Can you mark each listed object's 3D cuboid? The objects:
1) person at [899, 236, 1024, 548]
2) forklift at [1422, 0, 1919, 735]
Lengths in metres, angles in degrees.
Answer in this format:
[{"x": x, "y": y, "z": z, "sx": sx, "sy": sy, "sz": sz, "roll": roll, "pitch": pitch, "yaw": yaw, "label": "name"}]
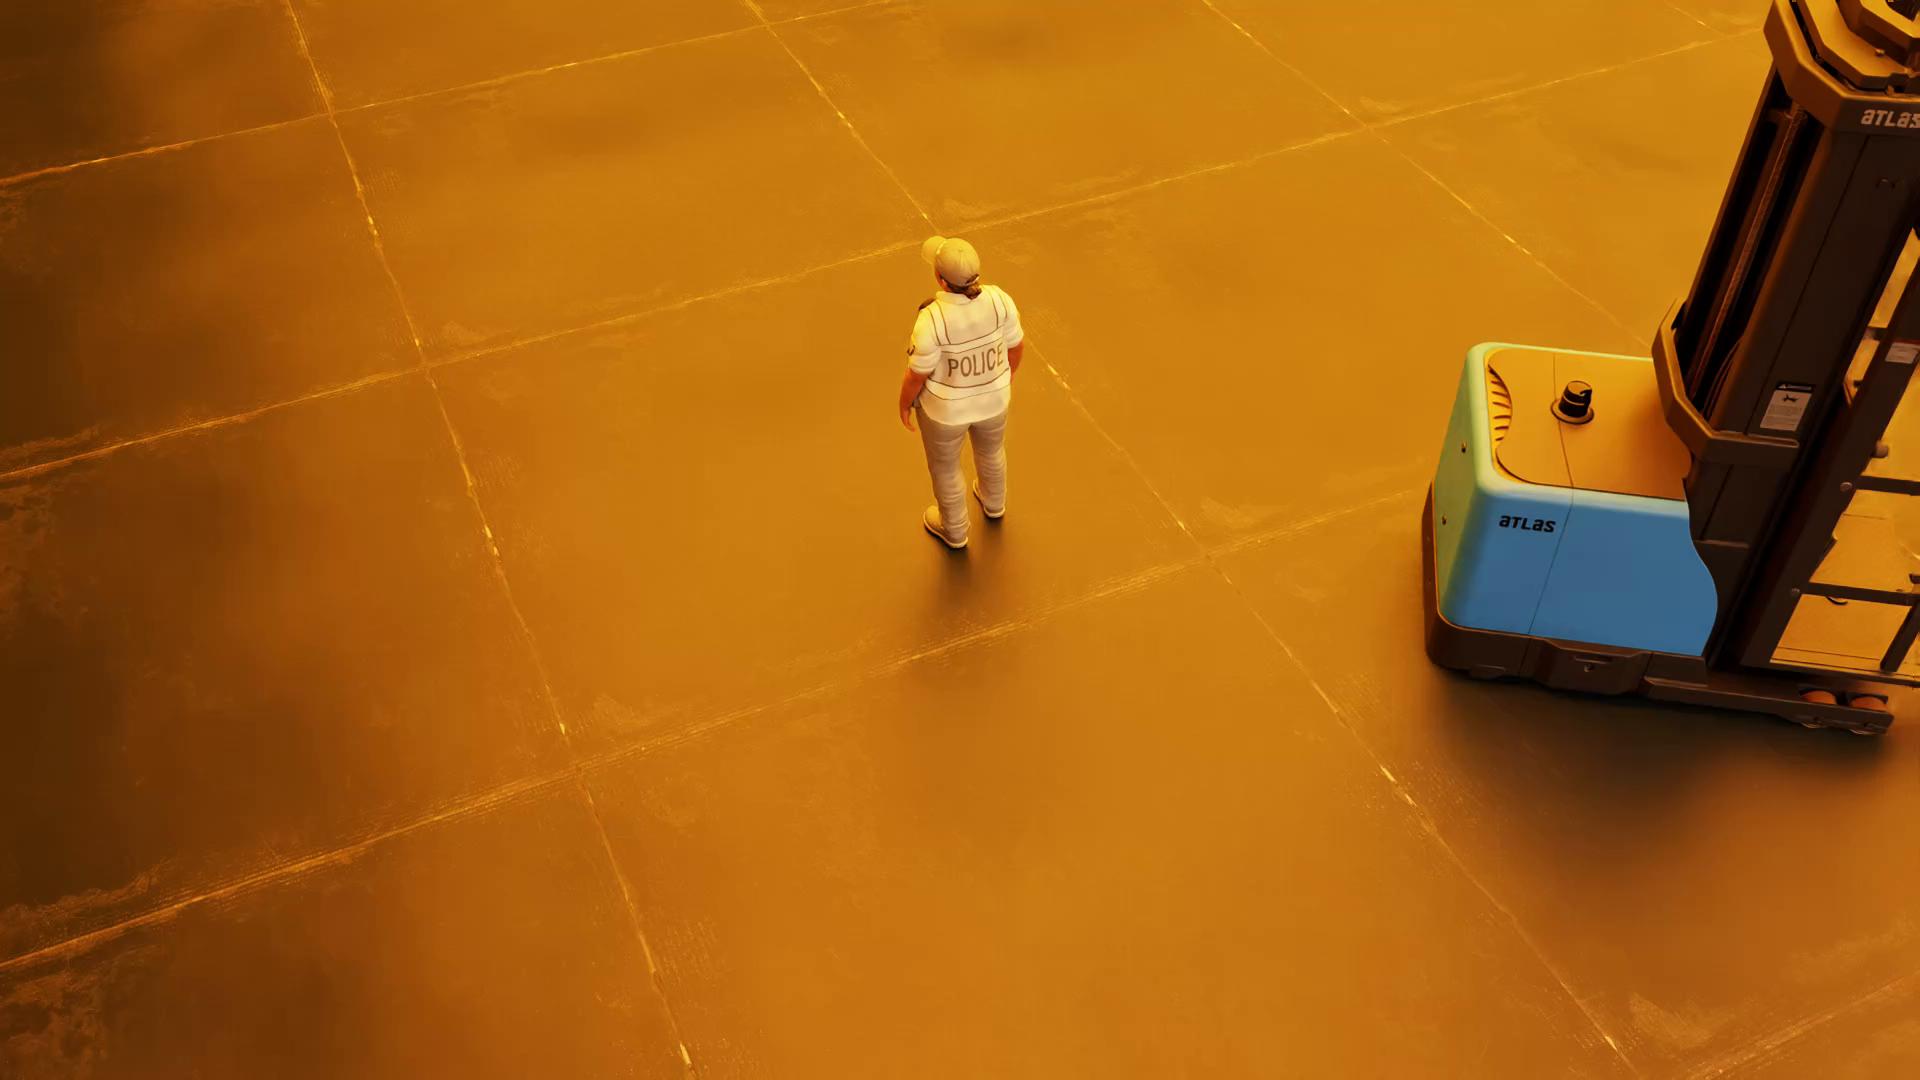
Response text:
[{"x": -0.012, "y": -0.669, "z": 7.312, "sx": 0.599, "sy": 1.670, "sz": 0.529, "roll": -18, "pitch": 46, "yaw": -18, "label": "person"}, {"x": 3.590, "y": -0.651, "z": 6.378, "sx": 3.031, "sy": 2.935, "sz": 1.130, "roll": 7, "pitch": 43, "yaw": 7, "label": "forklift"}]
